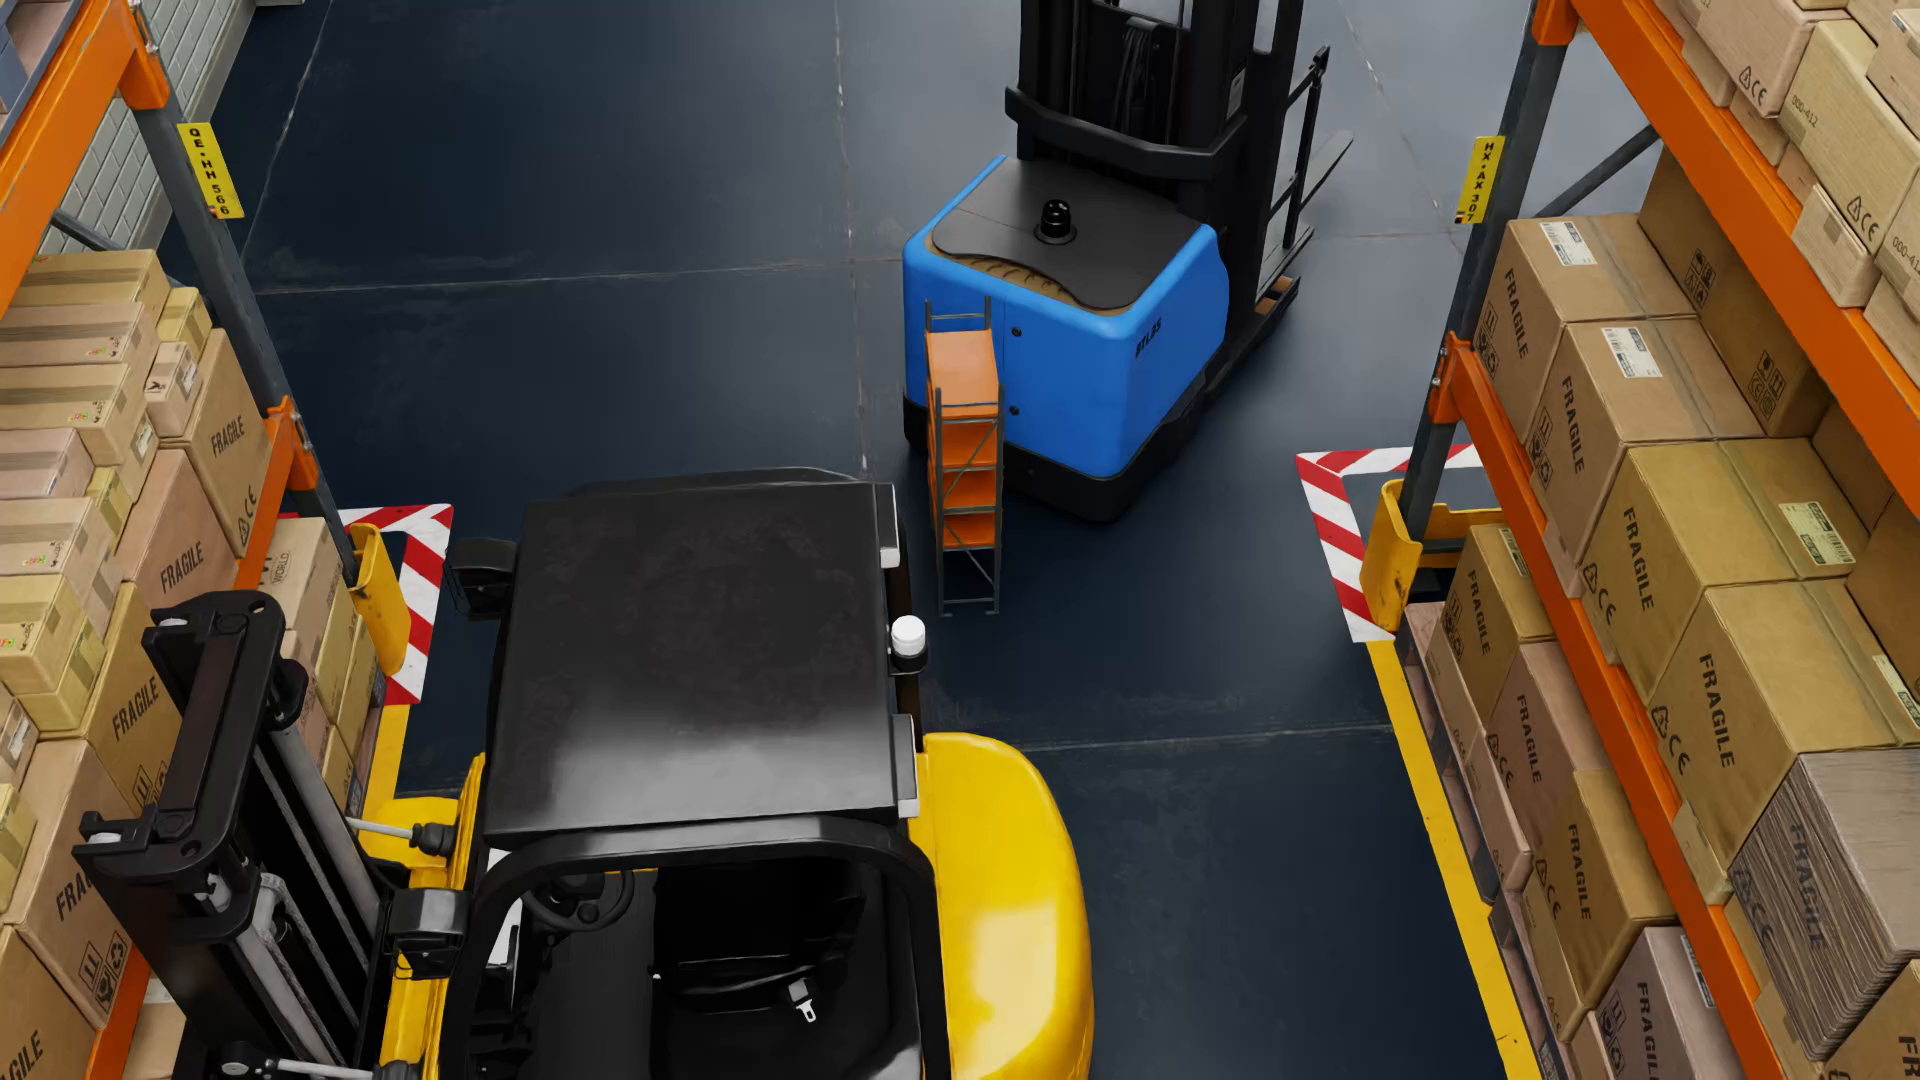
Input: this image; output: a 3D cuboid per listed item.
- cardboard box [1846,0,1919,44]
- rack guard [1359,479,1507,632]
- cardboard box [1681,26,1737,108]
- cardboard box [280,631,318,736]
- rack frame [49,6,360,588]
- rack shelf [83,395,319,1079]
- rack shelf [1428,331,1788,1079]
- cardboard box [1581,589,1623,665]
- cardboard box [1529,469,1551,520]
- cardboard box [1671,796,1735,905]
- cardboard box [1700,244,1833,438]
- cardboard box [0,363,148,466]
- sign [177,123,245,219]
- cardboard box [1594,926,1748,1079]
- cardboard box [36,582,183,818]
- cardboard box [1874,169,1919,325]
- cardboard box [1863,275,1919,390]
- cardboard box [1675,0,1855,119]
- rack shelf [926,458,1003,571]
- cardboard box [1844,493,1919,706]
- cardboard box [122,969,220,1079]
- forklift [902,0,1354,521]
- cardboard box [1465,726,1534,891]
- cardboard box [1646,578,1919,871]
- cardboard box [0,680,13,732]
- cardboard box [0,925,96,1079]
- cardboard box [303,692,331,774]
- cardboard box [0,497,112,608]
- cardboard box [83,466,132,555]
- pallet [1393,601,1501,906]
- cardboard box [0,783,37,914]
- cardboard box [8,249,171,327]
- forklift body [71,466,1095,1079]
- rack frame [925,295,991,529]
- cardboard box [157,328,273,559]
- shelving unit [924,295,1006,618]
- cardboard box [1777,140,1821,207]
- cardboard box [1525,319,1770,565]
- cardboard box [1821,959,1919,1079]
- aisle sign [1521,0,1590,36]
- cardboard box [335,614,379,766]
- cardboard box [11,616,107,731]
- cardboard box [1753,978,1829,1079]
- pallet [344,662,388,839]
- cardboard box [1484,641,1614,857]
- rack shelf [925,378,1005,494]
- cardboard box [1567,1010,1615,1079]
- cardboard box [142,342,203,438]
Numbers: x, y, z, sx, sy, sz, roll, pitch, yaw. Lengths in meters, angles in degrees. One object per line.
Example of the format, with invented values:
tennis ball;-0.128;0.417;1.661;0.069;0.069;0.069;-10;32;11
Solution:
cardboard box;2.089;-1.107;3.427;0.380;0.149;0.250;-4;47;-3
rack guard;2.209;0.032;6.512;1.175;0.500;0.348;-3;47;-3
cardboard box;2.006;-1.190;4.054;0.380;0.149;0.250;-2;47;-2
cardboard box;-2.345;0.562;5.204;0.500;0.250;0.500;-3;47;-3
rack frame;-2.743;-0.578;5.368;1.000;3.000;0.127;-3;47;-3
rack shelf;-2.576;1.116;4.259;1.077;0.370;4.000;-3;47;-3
rack shelf;2.370;0.812;4.547;1.077;0.370;4.000;-3;47;-3
cardboard box;2.032;0.212;4.792;0.380;0.149;0.250;-2;47;-2
cardboard box;2.002;-0.159;5.144;0.380;0.149;0.250;-5;47;-5
cardboard box;2.069;0.778;4.257;0.380;0.149;0.250;-3;47;-3
cardboard box;2.498;-0.640;4.464;0.700;0.500;0.500;-3;47;-3
cardboard box;-2.403;-0.327;4.410;0.380;0.149;0.250;-3;47;-2
sign;-2.201;-1.081;4.883;0.100;0.325;0.005;-3;47;-3
cardboard box;2.133;1.406;4.577;0.500;0.500;0.500;-1;47;-1
cardboard box;-2.363;0.474;4.303;0.500;0.500;0.500;-4;47;-4
cardboard box;2.103;-0.476;3.104;0.500;0.250;0.500;-3;47;-2
cardboard box;2.082;-0.445;3.349;0.380;0.149;0.250;-5;47;-4
cardboard box;2.012;-1.220;3.808;0.500;0.250;0.500;-4;47;-4
rack shelf;0.014;-0.110;6.530;0.258;0.148;0.480;-3;47;-3
cardboard box;2.547;0.092;3.771;0.700;0.500;0.500;-4;47;-4
cardboard box;-2.258;1.294;4.511;0.500;0.250;0.500;-4;47;-4
forklift;0.955;-2.142;6.896;1.130;2.935;3.031;24;51;21
cardboard box;2.030;0.889;5.583;0.500;0.250;0.500;-2;47;-2
cardboard box;2.107;0.451;4.120;0.500;0.500;0.500;-4;47;-4
cardboard box;-2.369;0.418;3.704;0.380;0.149;0.250;-3;47;-3
cardboard box;-2.289;1.202;3.613;0.500;0.500;0.500;-4;47;-4
cardboard box;-2.360;0.748;5.373;0.500;0.250;0.500;-4;47;-4
cardboard box;-2.323;0.039;4.063;0.380;0.149;0.250;-2;47;-2
cardboard box;-2.414;-0.047;4.350;0.380;0.149;0.250;-4;47;-4
pallet;2.242;0.721;6.058;1.003;0.211;1.213;-3;47;-3
cardboard box;-2.282;0.692;3.650;0.380;0.149;0.250;-4;47;-4
cardboard box;-2.503;-0.692;4.755;0.380;0.149;0.250;-3;47;-3
forklift body;-0.766;0.975;4.482;2.313;2.155;1.214;-3;47;-3
rack frame;-0.007;-0.469;6.505;0.240;1.200;0.015;-3;47;-3
cardboard box;-2.440;-0.272;5.010;0.500;0.500;0.500;-4;47;-4
shelving unit;0.014;-0.293;6.337;0.258;1.200;0.503;-3;47;-3
cardboard box;2.078;-0.820;3.704;0.380;0.149;0.250;-5;47;-5
cardboard box;2.013;-0.285;4.817;0.500;0.500;0.500;-2;47;-2
cardboard box;2.203;1.196;3.414;0.500;0.500;0.500;-2;47;-2
aisle sign;1.889;-1.802;4.737;0.394;0.787;0.004;-3;47;-3
cardboard box;-2.389;0.544;5.910;0.500;0.250;0.500;-3;47;-3
cardboard box;-2.303;0.325;3.997;0.380;0.149;0.250;-3;47;-3
cardboard box;2.119;1.149;3.905;0.380;0.149;0.250;-4;47;-4
pallet;-2.637;0.931;5.859;1.003;0.211;1.213;-3;47;-3
cardboard box;2.045;0.656;5.287;0.500;0.500;0.500;-5;47;-5
rack shelf;0.014;-0.400;6.224;0.258;0.148;0.480;-3;47;-3
cardboard box;2.128;1.648;4.864;0.500;0.250;0.500;-3;47;-3
cardboard box;-2.384;-0.419;4.701;0.380;0.149;0.250;-3;47;-3
